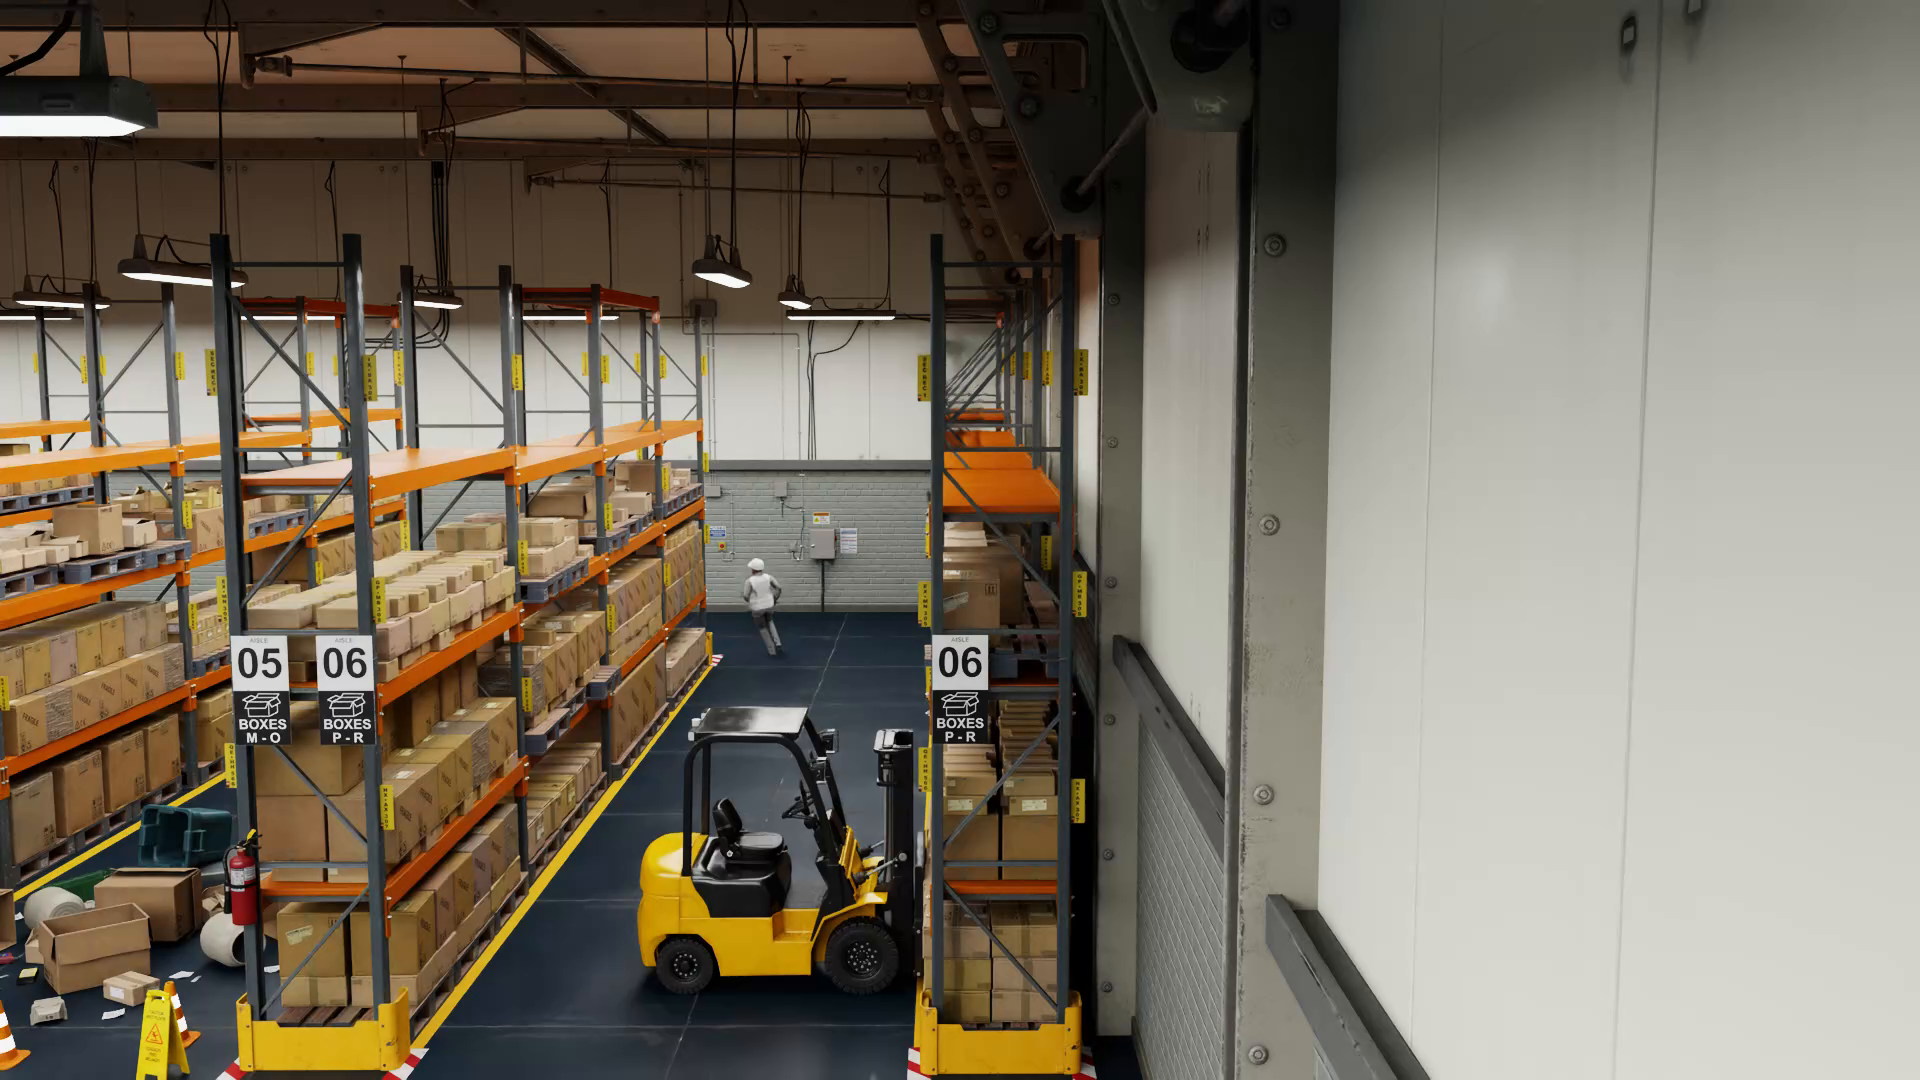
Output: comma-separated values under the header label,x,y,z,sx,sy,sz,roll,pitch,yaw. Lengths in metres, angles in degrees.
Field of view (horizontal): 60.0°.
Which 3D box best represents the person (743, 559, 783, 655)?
label,x,y,z,sx,sy,sz,roll,pitch,yaw
person,-3.420,1.152,28.781,0.782,1.704,0.568,-3,7,-24
